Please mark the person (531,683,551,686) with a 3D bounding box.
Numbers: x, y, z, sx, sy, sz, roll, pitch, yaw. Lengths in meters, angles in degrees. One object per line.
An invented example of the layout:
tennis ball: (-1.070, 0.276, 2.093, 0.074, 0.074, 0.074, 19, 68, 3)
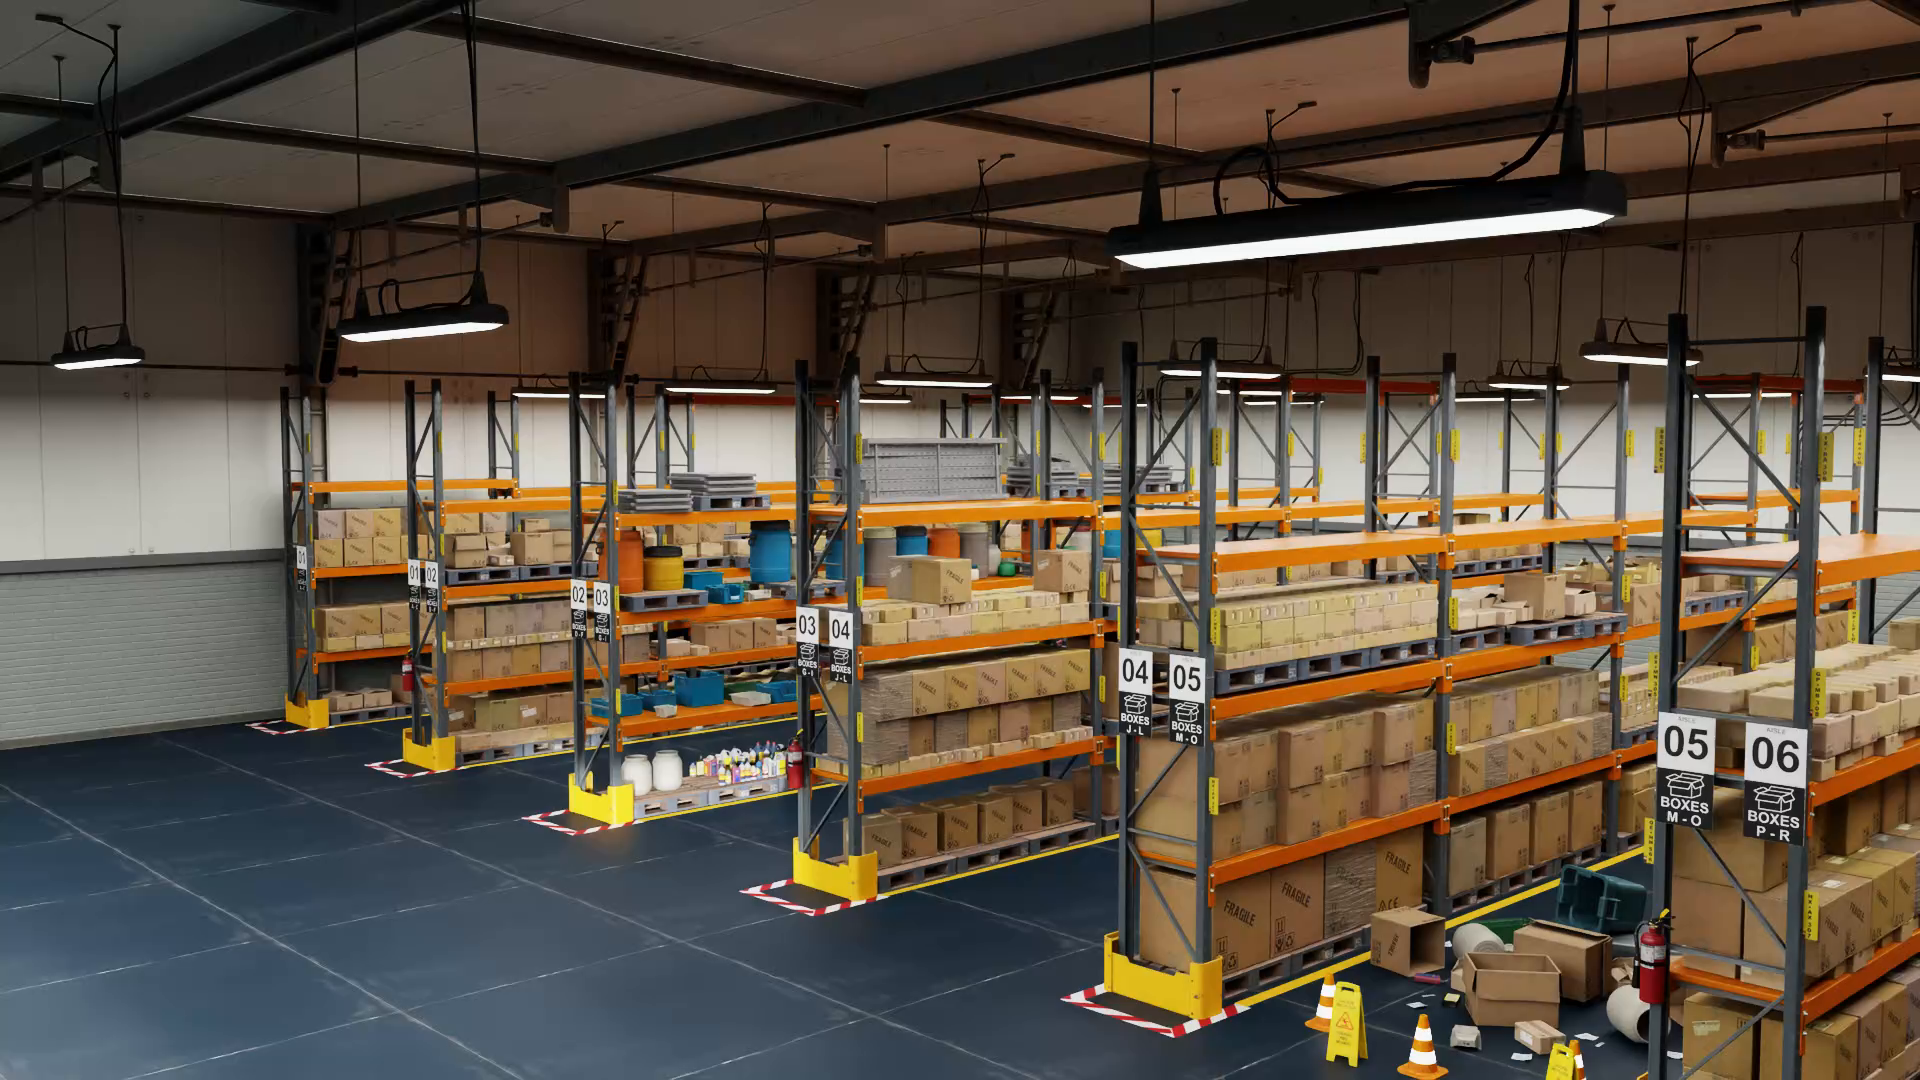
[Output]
person: (-7.345, 2.472, 29.009, 0.496, 1.689, 0.396, -3, 5, -40)
